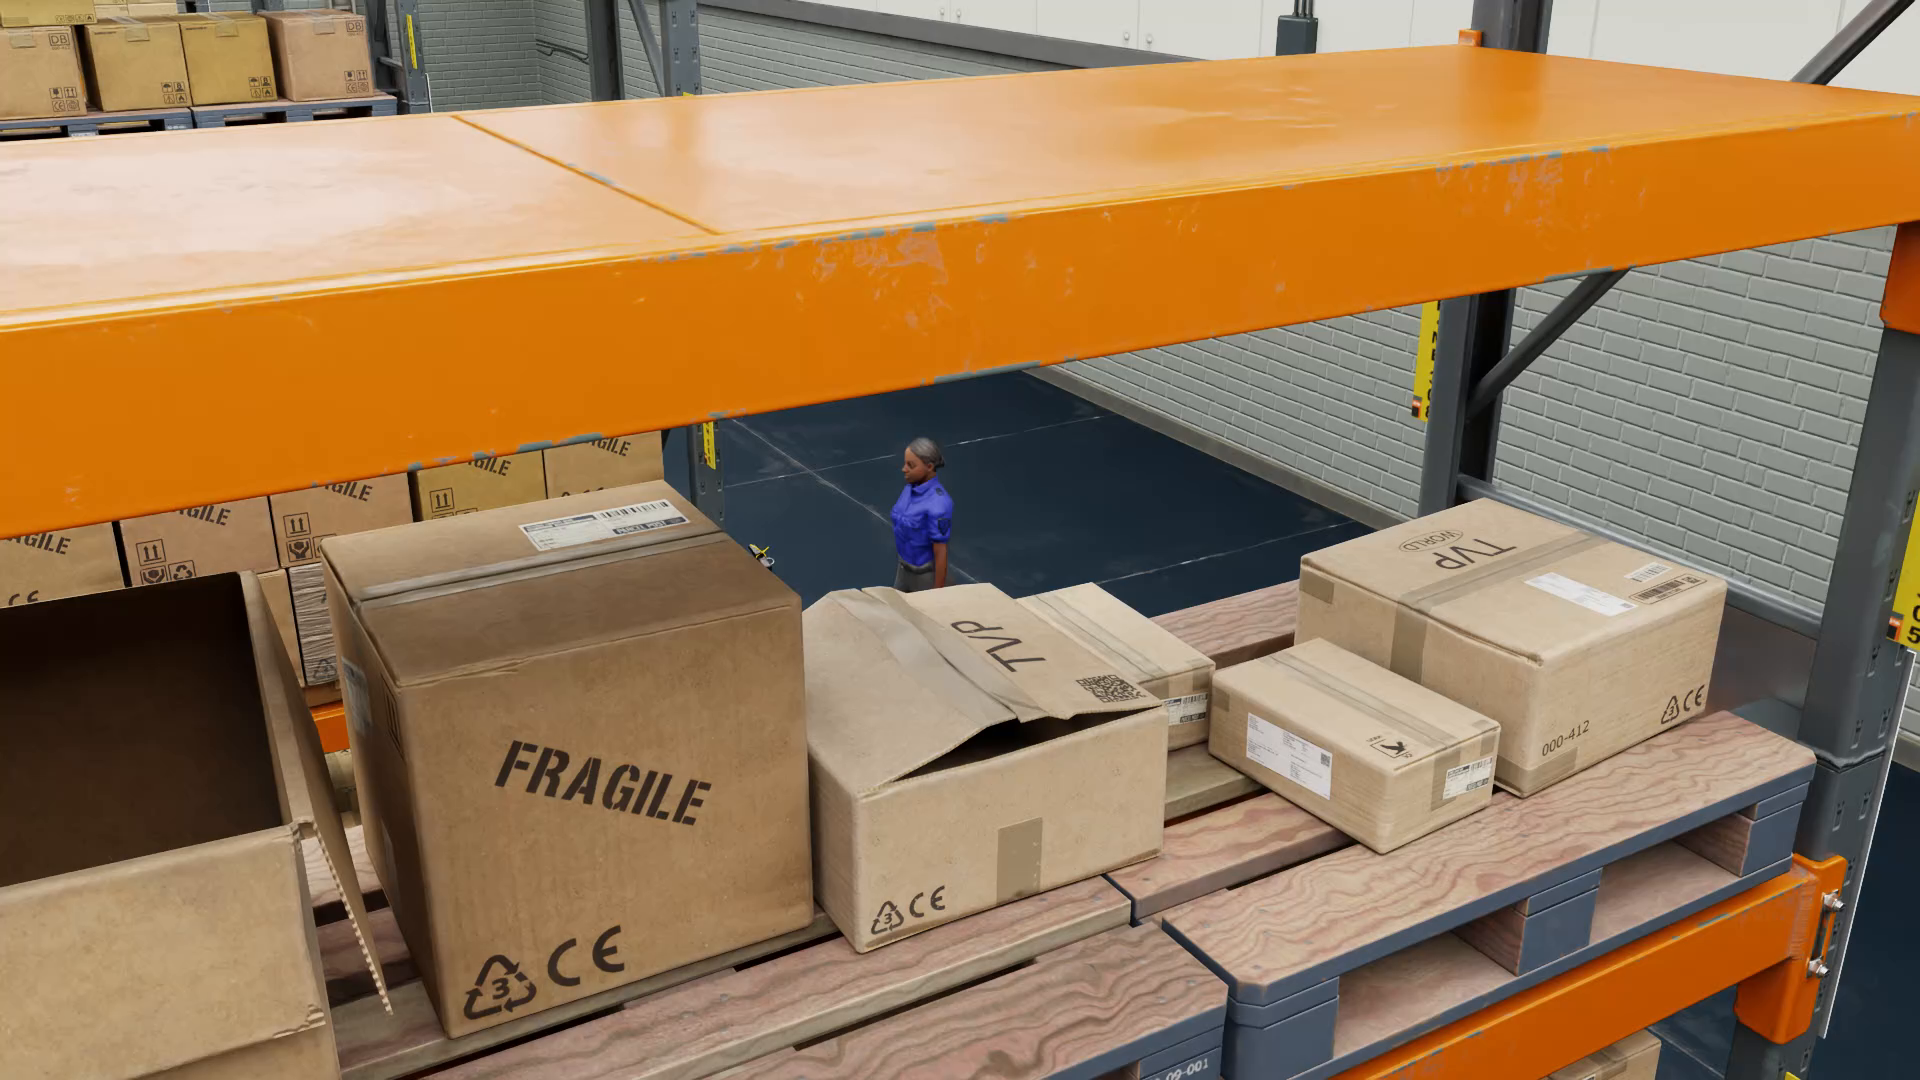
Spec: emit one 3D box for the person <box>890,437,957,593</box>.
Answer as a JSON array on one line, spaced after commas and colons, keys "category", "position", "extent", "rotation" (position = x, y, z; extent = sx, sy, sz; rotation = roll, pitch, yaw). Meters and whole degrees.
[{"category": "person", "position": [-0.249, 0.249, 8.970], "extent": [0.452, 1.657, 0.449], "rotation": [-12, 25, -27]}]
